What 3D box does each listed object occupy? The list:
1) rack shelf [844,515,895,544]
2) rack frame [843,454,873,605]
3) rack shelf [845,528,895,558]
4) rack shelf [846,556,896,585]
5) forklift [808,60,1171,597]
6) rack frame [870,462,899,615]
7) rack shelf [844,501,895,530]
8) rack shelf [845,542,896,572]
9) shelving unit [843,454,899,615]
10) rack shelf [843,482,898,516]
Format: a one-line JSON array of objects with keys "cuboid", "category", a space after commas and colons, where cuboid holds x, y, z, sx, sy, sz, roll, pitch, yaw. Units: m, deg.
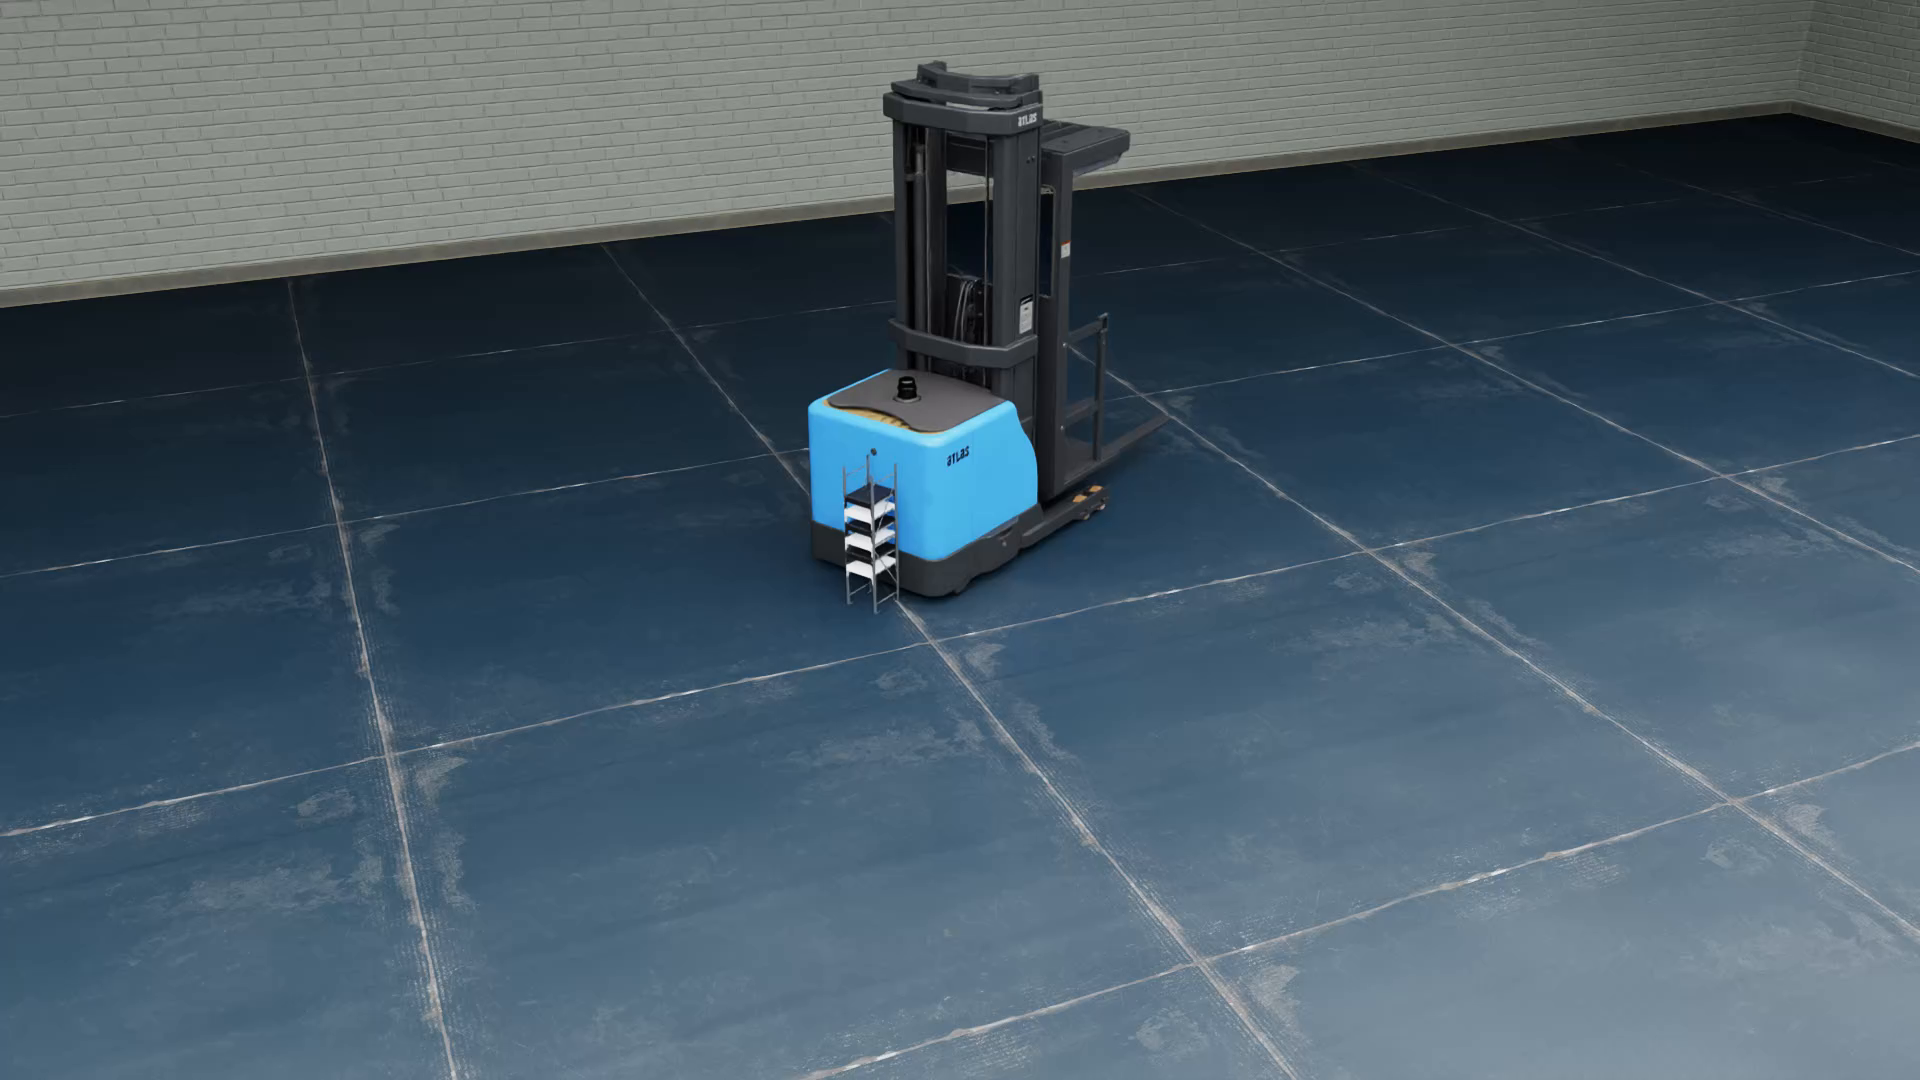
[{"cuboid": [-0.520, -0.080, 9.760, 0.200, 0.077, 0.258, 17, 31, 32], "category": "rack shelf"}, {"cuboid": [-0.602, -0.055, 9.838, 0.006, 0.900, 0.240, 17, 31, 32], "category": "rack frame"}, {"cuboid": [-0.520, 0.001, 9.799, 0.200, 0.077, 0.258, 17, 31, 32], "category": "rack shelf"}, {"cuboid": [-0.520, 0.162, 9.878, 0.200, 0.077, 0.258, 17, 31, 32], "category": "rack shelf"}, {"cuboid": [0.354, -1.565, 10.614, 1.130, 2.935, 3.031, 18, 31, 33], "category": "forklift"}, {"cuboid": [-0.437, -0.003, 9.731, 0.006, 0.900, 0.240, 17, 31, 32], "category": "rack frame"}, {"cuboid": [-0.520, -0.161, 9.720, 0.200, 0.077, 0.258, 17, 31, 32], "category": "rack shelf"}, {"cuboid": [-0.520, 0.081, 9.839, 0.200, 0.077, 0.258, 17, 31, 32], "category": "rack shelf"}, {"cuboid": [-0.520, -0.029, 9.785, 0.210, 0.900, 0.258, 17, 31, 32], "category": "shelving unit"}, {"cuboid": [-0.520, -0.242, 9.681, 0.200, 0.077, 0.258, 17, 31, 32], "category": "rack shelf"}]
